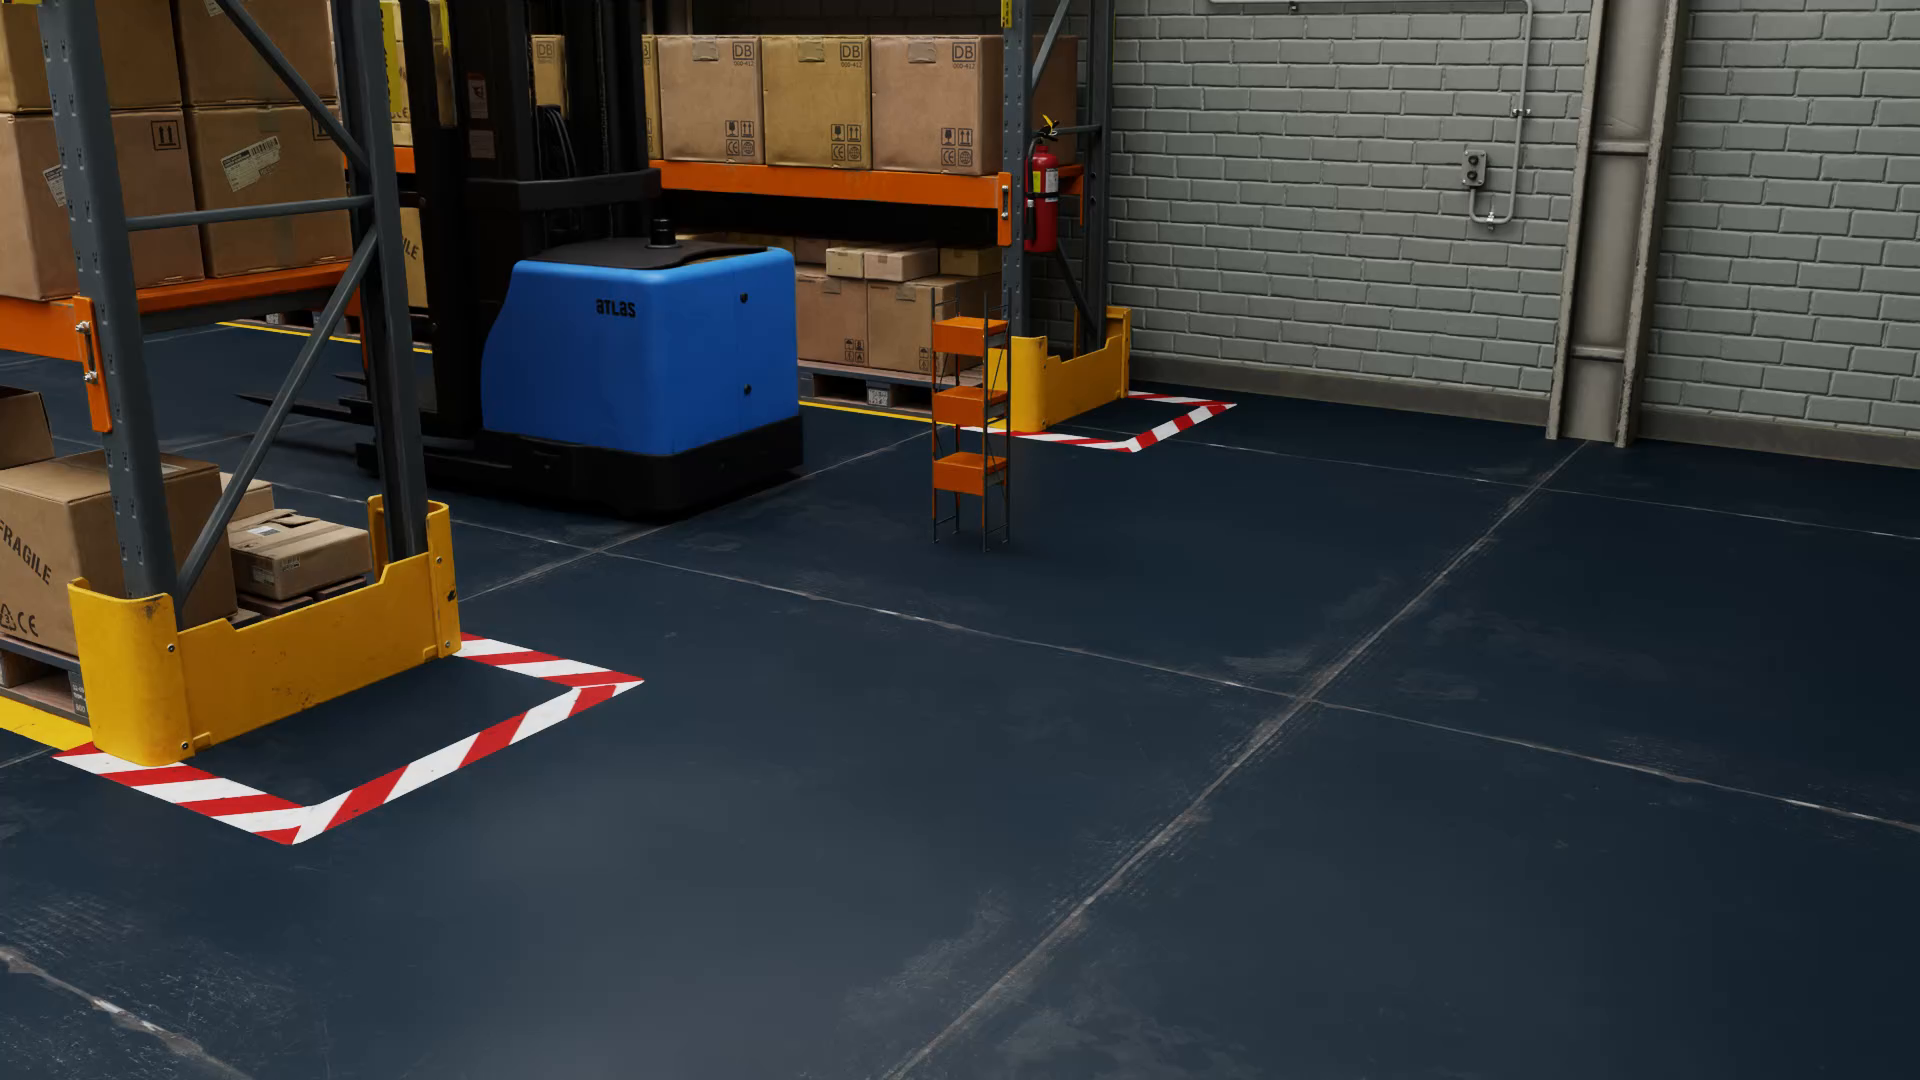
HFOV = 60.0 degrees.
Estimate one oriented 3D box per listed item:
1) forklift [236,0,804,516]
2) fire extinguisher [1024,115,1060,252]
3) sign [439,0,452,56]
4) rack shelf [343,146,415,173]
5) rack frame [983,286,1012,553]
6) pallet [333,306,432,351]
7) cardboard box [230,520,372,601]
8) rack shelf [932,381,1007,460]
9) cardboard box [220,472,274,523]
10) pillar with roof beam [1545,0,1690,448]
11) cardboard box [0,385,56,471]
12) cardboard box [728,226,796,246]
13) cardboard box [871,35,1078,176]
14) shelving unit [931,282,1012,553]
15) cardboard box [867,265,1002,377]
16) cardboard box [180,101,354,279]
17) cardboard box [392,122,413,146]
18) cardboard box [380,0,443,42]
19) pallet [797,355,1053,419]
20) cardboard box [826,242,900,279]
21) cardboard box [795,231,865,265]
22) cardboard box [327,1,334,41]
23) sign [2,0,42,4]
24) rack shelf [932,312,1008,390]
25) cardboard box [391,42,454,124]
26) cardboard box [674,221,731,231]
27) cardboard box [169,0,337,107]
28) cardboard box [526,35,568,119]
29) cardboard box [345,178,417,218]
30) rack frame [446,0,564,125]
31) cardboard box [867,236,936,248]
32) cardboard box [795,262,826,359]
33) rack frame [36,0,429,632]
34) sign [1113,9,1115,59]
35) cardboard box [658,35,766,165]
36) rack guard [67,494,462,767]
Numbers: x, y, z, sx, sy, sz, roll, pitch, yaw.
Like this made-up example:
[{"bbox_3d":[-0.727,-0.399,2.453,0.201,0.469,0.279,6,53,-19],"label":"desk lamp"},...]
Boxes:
[{"bbox_3d":[-2.267,-1.800,7.763,3.031,2.935,1.130,10,19,29],"label":"forklift"},{"bbox_3d":[0.416,-1.814,8.466,0.183,0.674,0.296,10,20,30],"label":"fire extinguisher"},{"bbox_3d":[-3.156,-3.155,10.251,0.005,0.325,0.100,10,20,30],"label":"sign"},{"bbox_3d":[-4.584,-2.735,11.961,4.000,0.370,1.077,10,20,30],"label":"rack shelf"},{"bbox_3d":[0.150,-0.476,6.641,0.008,1.050,0.200,10,20,30],"label":"rack frame"},{"bbox_3d":[-3.577,-1.539,11.586,1.213,0.211,1.003,10,20,30],"label":"pallet"},{"bbox_3d":[-2.238,0.066,5.652,0.250,0.149,0.380,10,20,30],"label":"cardboard box"},{"bbox_3d":[0.046,-0.484,6.705,0.240,0.259,0.215,10,20,30],"label":"rack shelf"},{"bbox_3d":[-2.802,-0.063,5.901,0.500,0.250,0.500,10,20,30],"label":"cardboard box"},{"bbox_3d":[1.029,-3.774,3.824,0.400,9.000,9.100,10,20,30],"label":"pillar with roof beam"},{"bbox_3d":[-3.866,-0.279,6.177,0.637,0.503,0.797,10,20,30],"label":"cardboard box"},{"bbox_3d":[-1.206,-1.825,10.190,0.250,0.149,0.380,10,19,29],"label":"cardboard box"},{"bbox_3d":[0.089,-2.385,9.056,0.700,0.700,0.980,11,20,33],"label":"cardboard box"},{"bbox_3d":[0.046,-0.494,6.702,0.252,1.050,0.215,10,20,30],"label":"shelving unit"},{"bbox_3d":[-0.120,-1.253,9.424,0.500,0.500,0.700,10,20,30],"label":"cardboard box"},{"bbox_3d":[-2.301,-1.120,5.234,0.500,0.500,0.500,11,20,31],"label":"cardboard box"},{"bbox_3d":[-3.544,-2.678,10.935,0.250,0.149,0.380,11,20,31],"label":"cardboard box"},{"bbox_3d":[-3.412,-3.341,10.711,0.500,0.250,0.500,11,20,31],"label":"cardboard box"},{"bbox_3d":[-0.194,-0.934,9.594,1.213,0.211,1.003,10,20,30],"label":"pallet"},{"bbox_3d":[-0.543,-1.577,9.372,0.250,0.149,0.380,11,20,32],"label":"cardboard box"},{"bbox_3d":[-0.771,-1.747,9.935,0.250,0.149,0.380,10,20,31],"label":"cardboard box"},{"bbox_3d":[-3.842,-3.421,10.975,0.500,0.250,0.500,11,20,31],"label":"cardboard box"},{"bbox_3d":[-2.368,-1.510,4.155,0.005,0.325,0.100,10,20,30],"label":"sign"},{"bbox_3d":[0.046,-0.756,6.622,0.240,0.259,0.215,10,20,30],"label":"rack shelf"},{"bbox_3d":[-3.405,-2.982,10.820,0.500,0.500,0.500,10,19,29],"label":"cardboard box"},{"bbox_3d":[-1.641,-1.903,10.446,0.250,0.149,0.380,9,19,28],"label":"cardboard box"},{"bbox_3d":[-2.301,-1.598,5.089,0.500,0.500,0.500,11,20,32],"label":"cardboard box"},{"bbox_3d":[-2.426,-2.832,10.527,0.700,0.700,0.980,10,20,31],"label":"cardboard box"},{"bbox_3d":[-4.261,-2.148,11.769,0.750,0.750,0.750,11,20,32],"label":"cardboard box"},{"bbox_3d":[-2.880,-2.775,10.855,0.127,3.000,1.000,10,20,30],"label":"rack frame"},{"bbox_3d":[-0.341,-1.671,9.683,0.250,0.149,0.380,10,20,30],"label":"cardboard box"},{"bbox_3d":[-0.976,-1.405,9.925,0.500,0.500,0.700,9,19,28],"label":"cardboard box"},{"bbox_3d":[-2.061,-0.939,4.812,0.127,3.000,1.000,10,20,30],"label":"rack frame"},{"bbox_3d":[0.824,-2.755,9.165,0.005,0.325,0.100,10,20,30],"label":"sign"},{"bbox_3d":[-1.182,-2.611,9.801,0.700,0.700,0.980,9,19,27],"label":"cardboard box"},{"bbox_3d":[-2.125,0.245,5.213,0.348,0.500,1.175,10,20,30],"label":"rack guard"}]
